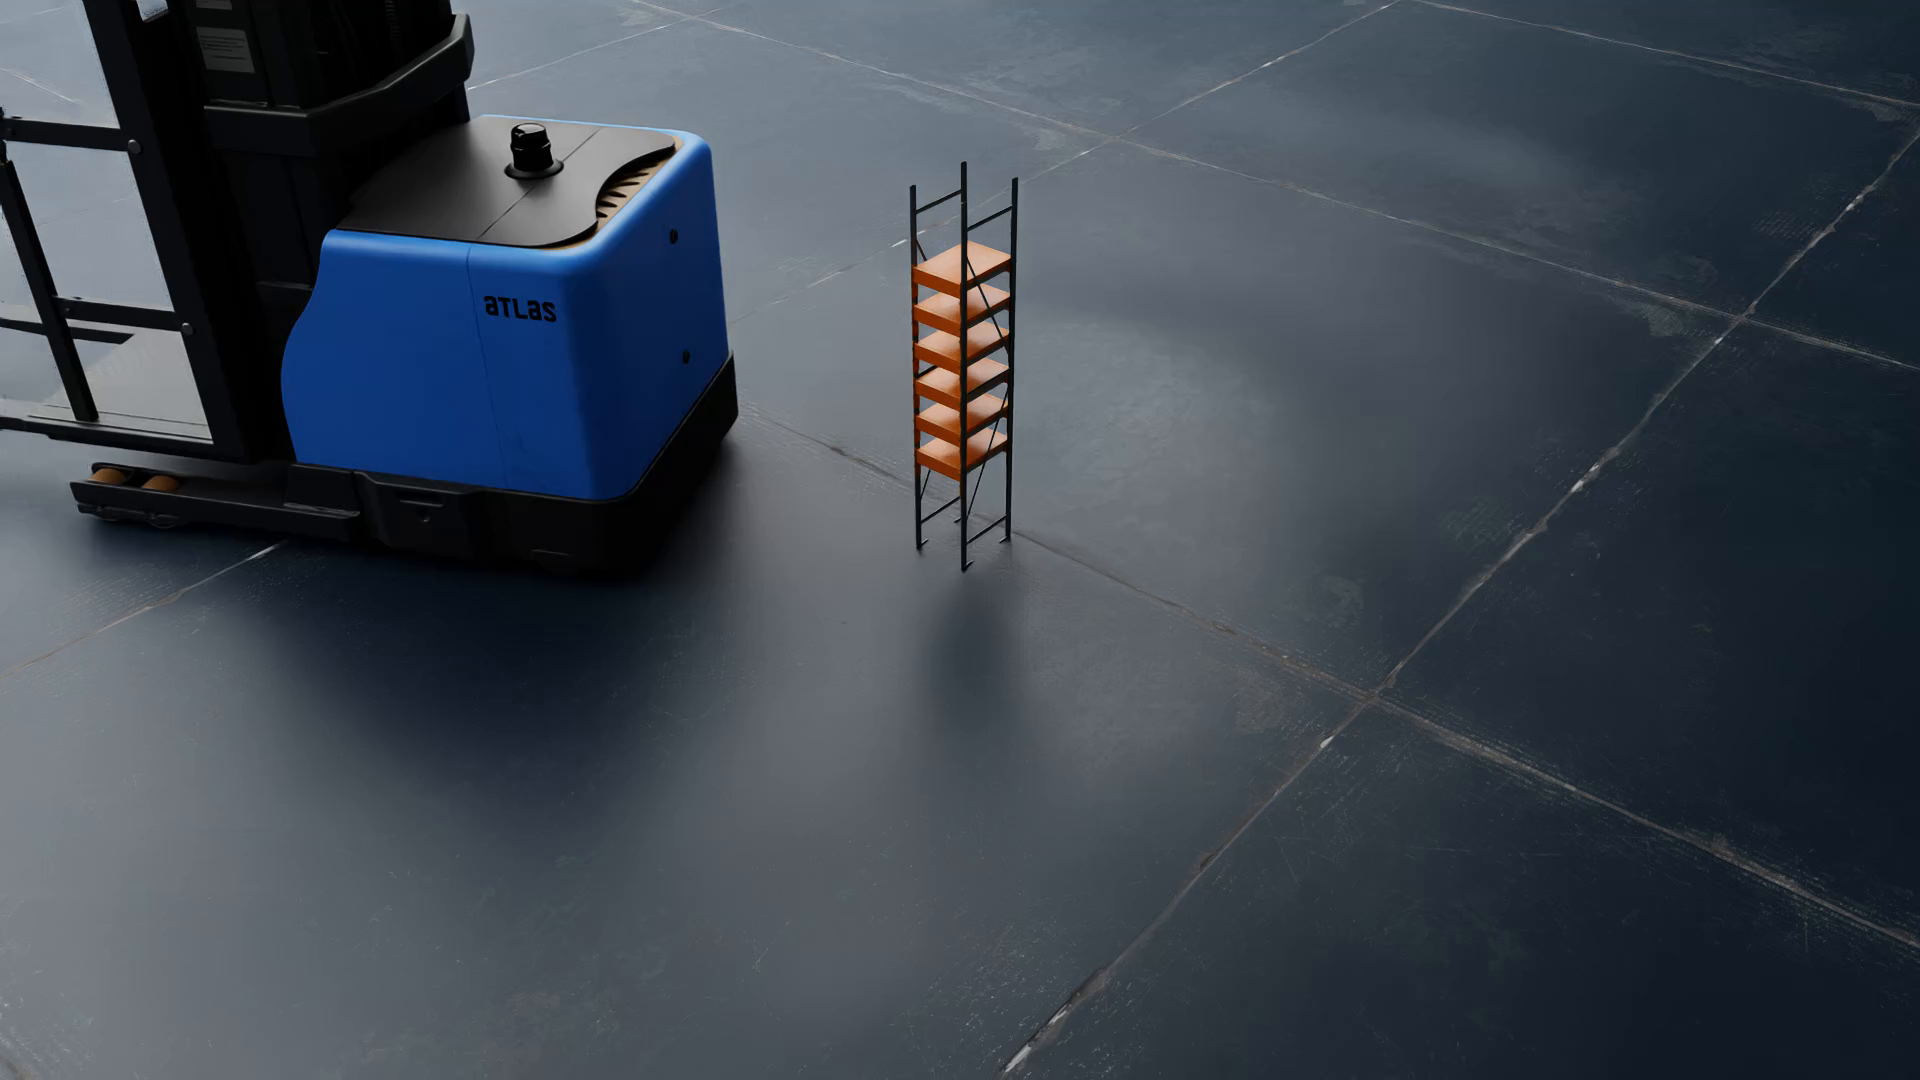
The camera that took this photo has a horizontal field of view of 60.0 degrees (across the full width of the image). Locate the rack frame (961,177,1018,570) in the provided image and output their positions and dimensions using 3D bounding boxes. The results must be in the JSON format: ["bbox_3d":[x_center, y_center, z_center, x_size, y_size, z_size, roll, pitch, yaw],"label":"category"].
[{"bbox_3d":[0.081,-0.456,4.854,0.006,1.200,0.240,25,42,32],"label":"rack frame"}]

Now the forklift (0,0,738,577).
[{"bbox_3d":[-2.339,-1.527,4.884,3.031,2.935,1.130,7,35,11],"label":"forklift"}]

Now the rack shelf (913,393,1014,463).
[{"bbox_3d":[0.011,-0.354,4.996,0.180,0.103,0.258,25,42,32],"label":"rack shelf"}]

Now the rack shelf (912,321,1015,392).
[{"bbox_3d":[0.011,-0.552,4.860,0.180,0.103,0.258,25,42,32],"label":"rack shelf"}]

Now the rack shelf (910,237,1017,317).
[{"bbox_3d":[0.011,-0.749,4.724,0.180,0.103,0.258,25,42,32],"label":"rack shelf"}]

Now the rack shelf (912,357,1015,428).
[{"bbox_3d":[0.011,-0.453,4.928,0.180,0.103,0.258,25,42,32],"label":"rack shelf"}]

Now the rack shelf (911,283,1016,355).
[{"bbox_3d":[0.011,-0.651,4.792,0.180,0.103,0.258,25,42,32],"label":"rack shelf"}]

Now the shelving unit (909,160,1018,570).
[{"bbox_3d":[0.011,-0.489,4.903,0.189,1.200,0.258,25,42,32],"label":"shelving unit"}]

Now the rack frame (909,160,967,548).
[{"bbox_3d":[-0.059,-0.523,4.951,0.006,1.200,0.240,25,42,32],"label":"rack frame"}]

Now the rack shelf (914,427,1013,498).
[{"bbox_3d":[0.011,-0.255,5.064,0.180,0.103,0.258,25,42,32],"label":"rack shelf"}]
